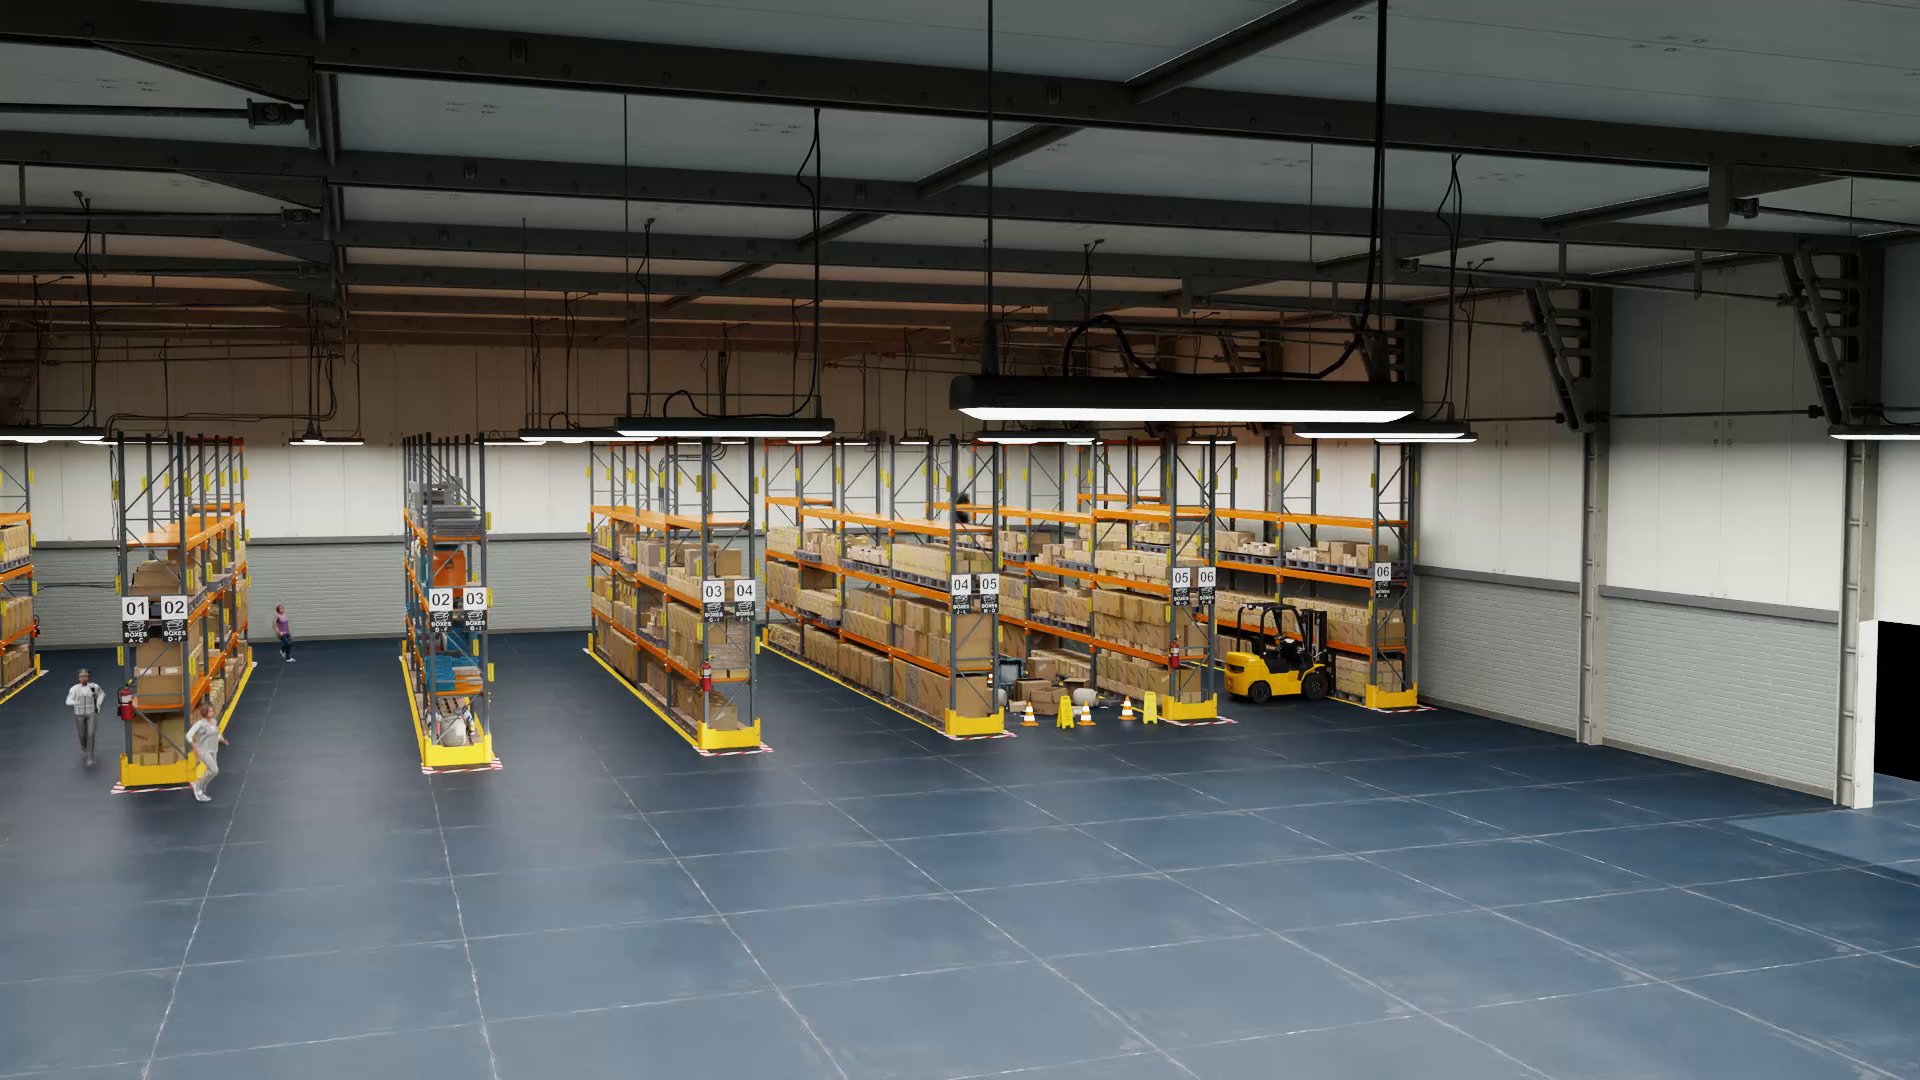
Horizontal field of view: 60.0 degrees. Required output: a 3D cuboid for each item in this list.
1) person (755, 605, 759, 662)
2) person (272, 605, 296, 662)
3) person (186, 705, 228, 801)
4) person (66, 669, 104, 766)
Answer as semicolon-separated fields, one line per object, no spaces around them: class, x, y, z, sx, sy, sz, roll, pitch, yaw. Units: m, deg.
person;-5.658;2.379;44.726;0.610;1.750;0.889;-1;3;-20
person;-18.103;2.493;44.347;0.567;1.538;0.600;2;4;27
person;-12.132;3.444;26.874;0.565;1.567;0.543;1;3;11
person;-15.864;3.184;30.166;0.611;1.715;0.886;-1;3;-25
